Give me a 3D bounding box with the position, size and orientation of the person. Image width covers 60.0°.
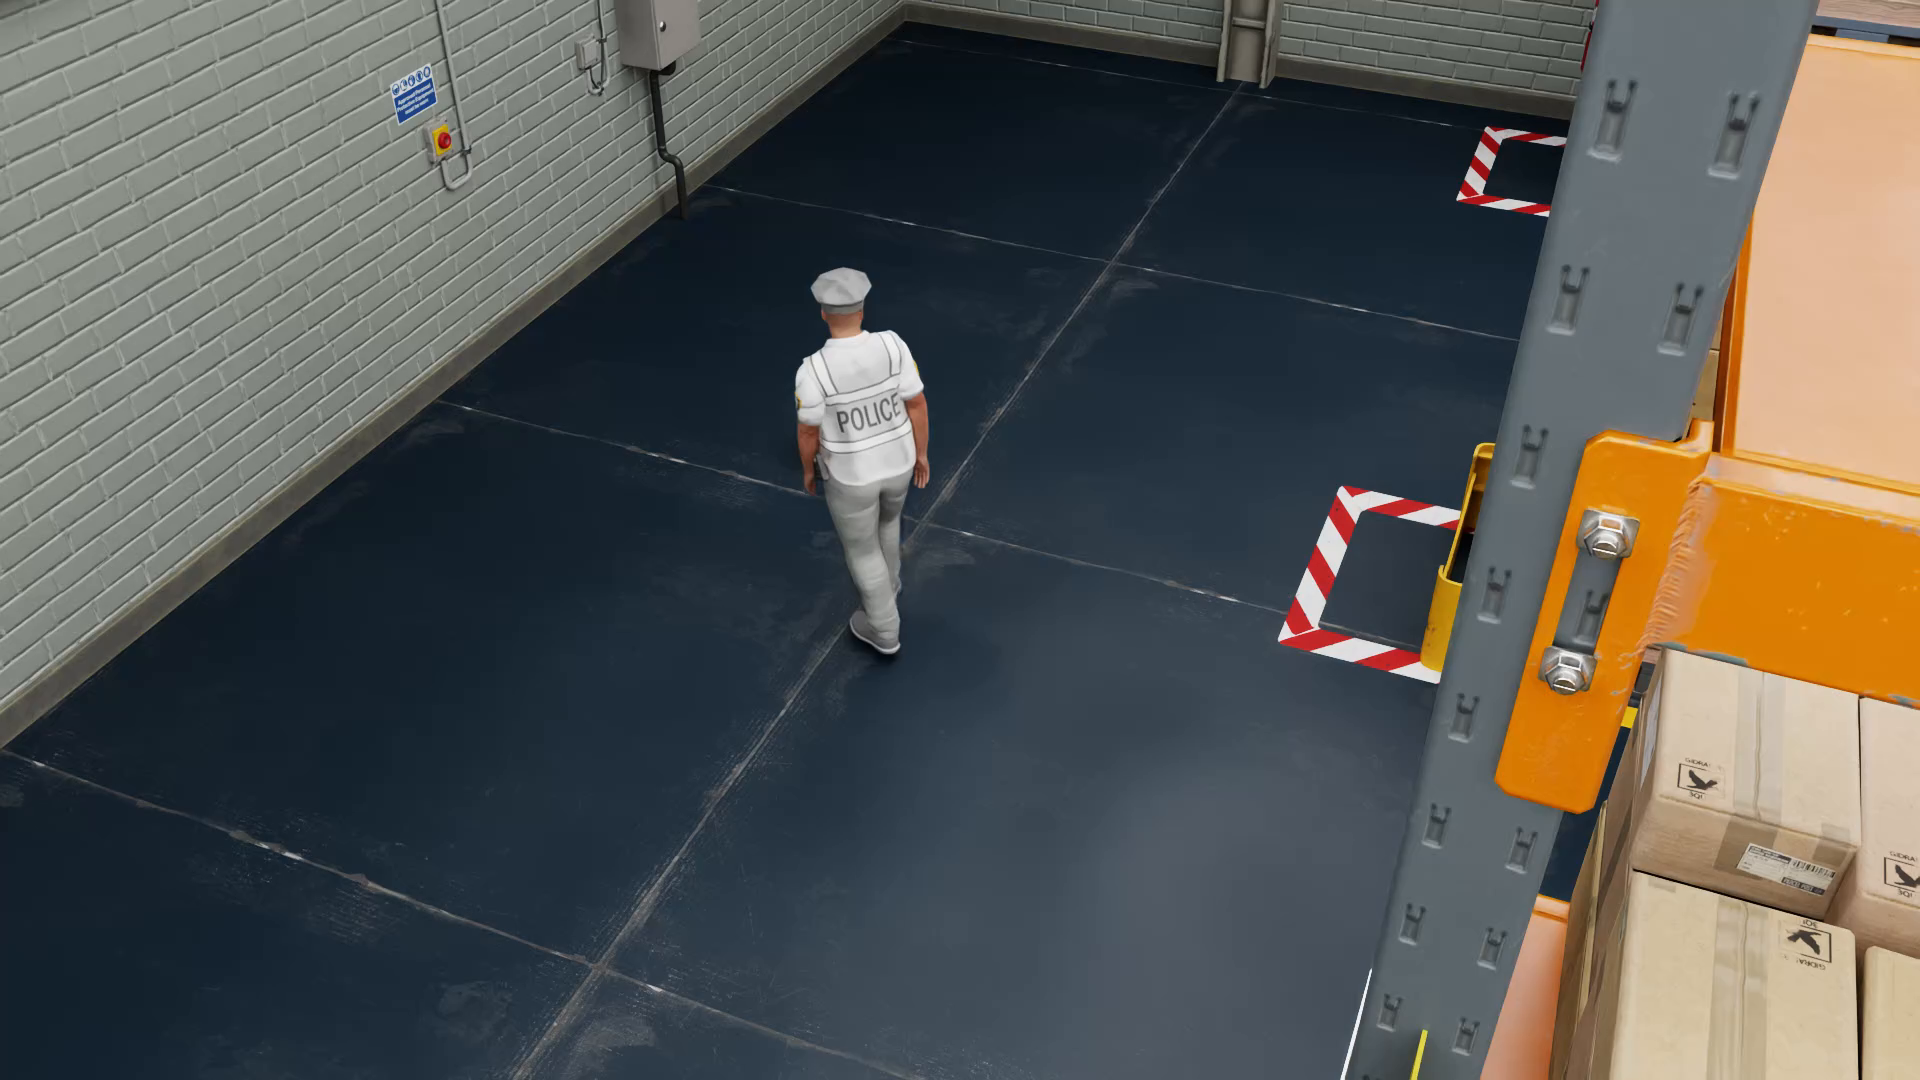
[{"bbox_3d":[-0.406,-0.298,7.241,0.574,1.798,0.597,-22,42,-26],"label":"person"}]
